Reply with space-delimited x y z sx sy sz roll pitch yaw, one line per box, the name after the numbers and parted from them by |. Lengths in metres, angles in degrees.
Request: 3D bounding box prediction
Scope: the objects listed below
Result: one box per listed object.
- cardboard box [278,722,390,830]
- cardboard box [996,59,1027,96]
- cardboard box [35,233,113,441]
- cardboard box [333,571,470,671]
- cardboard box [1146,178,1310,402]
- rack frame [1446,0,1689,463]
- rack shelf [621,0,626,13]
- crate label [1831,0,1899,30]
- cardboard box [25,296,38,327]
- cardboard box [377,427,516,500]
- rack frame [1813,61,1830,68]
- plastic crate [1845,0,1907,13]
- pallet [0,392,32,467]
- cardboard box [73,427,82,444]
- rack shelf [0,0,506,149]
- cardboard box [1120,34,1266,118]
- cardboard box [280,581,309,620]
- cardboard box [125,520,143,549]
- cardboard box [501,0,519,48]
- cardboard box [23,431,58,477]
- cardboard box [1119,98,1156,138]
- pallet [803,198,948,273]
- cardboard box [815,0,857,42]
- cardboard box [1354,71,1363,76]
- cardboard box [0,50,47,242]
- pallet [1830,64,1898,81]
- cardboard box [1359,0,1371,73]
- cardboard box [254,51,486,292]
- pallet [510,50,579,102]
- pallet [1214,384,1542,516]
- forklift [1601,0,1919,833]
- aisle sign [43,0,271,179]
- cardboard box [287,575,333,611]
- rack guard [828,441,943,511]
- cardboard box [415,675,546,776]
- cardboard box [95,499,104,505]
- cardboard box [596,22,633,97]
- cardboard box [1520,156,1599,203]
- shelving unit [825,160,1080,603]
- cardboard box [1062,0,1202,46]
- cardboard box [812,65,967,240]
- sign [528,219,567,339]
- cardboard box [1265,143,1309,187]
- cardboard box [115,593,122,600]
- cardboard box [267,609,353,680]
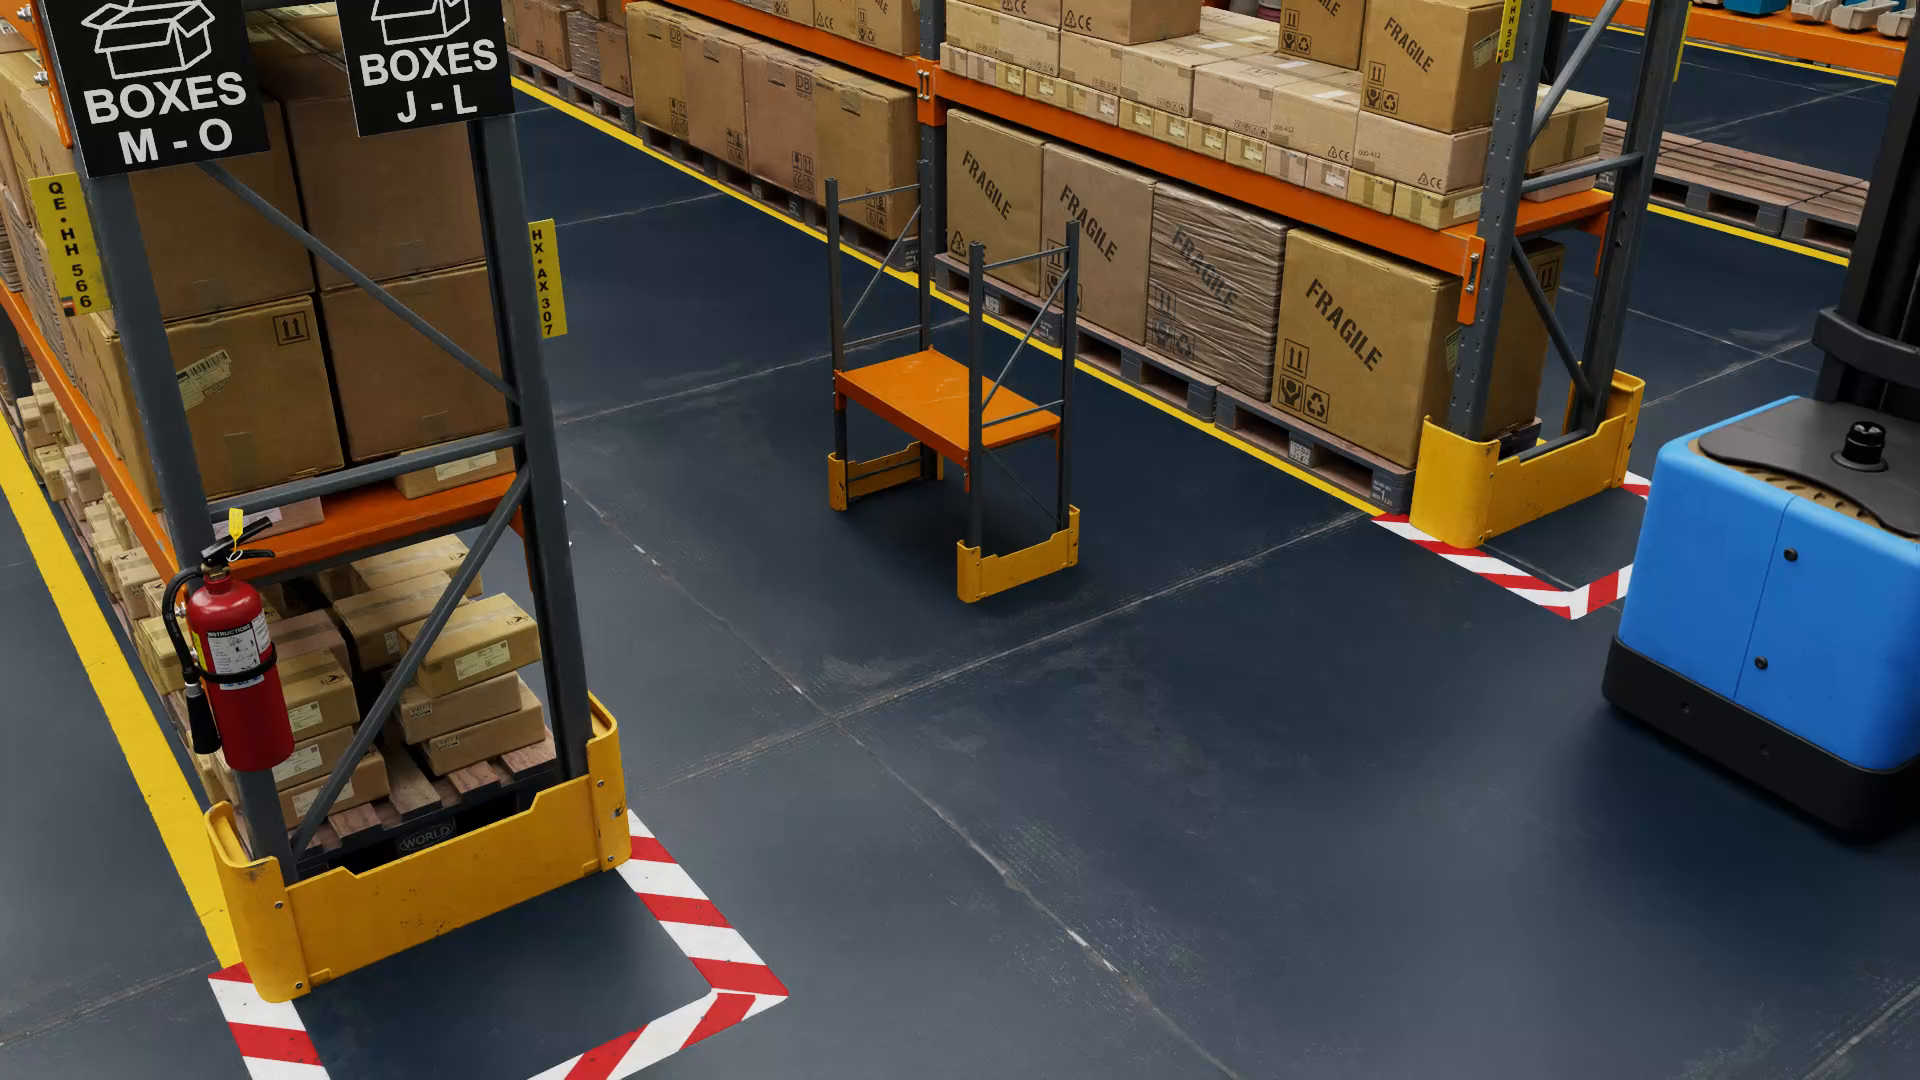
-2.042 0.752 5.270 0.380 0.149 0.250 -18 33 -30 | cardboard box
0.418 -2.537 9.041 0.380 0.149 0.250 -18 33 -29 | cardboard box
-2.332 -0.649 4.886 0.500 0.500 0.500 -19 34 -31 | cardboard box
-1.852 0.266 5.542 0.380 0.149 0.250 -18 33 -30 | cardboard box
1.567 -1.335 8.351 0.875 0.875 0.875 -19 34 -31 | cardboard box
2.532 -1.503 6.875 1.000 3.000 0.127 -19 34 -31 | rack frame
-3.269 -5.075 14.205 1.077 0.370 4.000 -19 34 -31 | rack shelf
5.608 -3.270 10.342 0.396 0.136 0.243 -19 34 -31 | crate label
-3.186 -0.915 6.055 0.380 0.149 0.250 -17 33 -29 | cardboard box
-1.488 -0.276 4.878 0.380 0.149 0.250 -19 34 -31 | cardboard box
8.283 -5.799 14.785 1.000 3.000 0.127 -19 34 -31 | rack frame
5.927 -3.526 10.713 0.416 0.233 0.300 -19 34 -31 | plastic crate
-4.340 -0.802 8.505 1.003 0.211 1.213 -19 34 -31 | pallet
-3.388 -0.423 6.810 0.380 0.149 0.250 -20 34 -32 | cardboard box
-2.727 -1.949 5.307 1.077 0.370 4.000 -19 34 -31 | rack shelf
1.140 -2.280 8.150 0.500 0.250 0.500 -19 34 -31 | cardboard box
-2.481 0.307 5.777 0.380 0.149 0.250 -19 34 -31 | cardboard box
-2.796 -0.018 6.064 0.380 0.149 0.250 -20 34 -32 | cardboard box
-3.829 -4.828 15.155 0.700 0.500 0.500 -19 34 -31 | cardboard box
-3.938 -0.426 7.438 0.380 0.149 0.250 -20 35 -33 | cardboard box
1.018 -2.135 8.302 0.380 0.149 0.250 -20 34 -32 | cardboard box
-0.298 -2.112 10.918 1.003 0.211 1.213 -19 34 -31 | pallet
-0.564 -3.403 10.268 0.500 0.500 0.500 -18 33 -29 | cardboard box
2.166 -2.030 7.690 0.500 0.250 0.500 -19 34 -31 | cardboard box
-2.329 -1.090 4.649 0.500 0.500 0.500 -20 34 -32 | cardboard box
8.681 -4.307 14.959 1.003 0.211 1.213 -19 34 -31 | pallet
2.183 -2.354 7.500 0.500 0.500 0.500 -20 34 -32 | cardboard box
-1.611 -1.032 4.543 0.500 0.500 0.500 -19 34 -31 | cardboard box
-3.264 -4.166 14.700 1.003 0.211 1.213 -19 34 -31 | pallet
2.004 -0.567 8.073 1.003 0.211 1.213 -19 34 -31 | pallet
3.852 -0.868 5.777 3.031 2.935 1.130 -18 33 -29 | forklift
-1.769 -1.201 3.594 0.394 0.787 0.004 -19 34 -31 | aisle sign
-2.281 0.094 6.170 0.380 0.149 0.250 -21 35 -33 | cardboard box
-0.333 -0.333 7.601 0.587 0.250 0.087 -19 34 -31 | rack guard
-1.610 0.606 5.538 0.380 0.149 0.250 -18 33 -30 | cardboard box
-3.253 -0.180 6.674 0.380 0.149 0.250 -17 33 -28 | cardboard box
-2.514 -3.963 13.563 0.700 0.500 0.500 -21 35 -33 | cardboard box
2.595 -1.622 7.358 0.380 0.149 0.250 -18 33 -30 | cardboard box
-0.044 -0.689 6.947 0.587 1.500 1.083 -19 34 -31 | shelving unit
0.866 -2.801 8.325 0.500 0.500 0.500 -20 34 -32 | cardboard box
-0.176 -2.553 10.593 1.225 0.875 0.875 -19 34 -30 | cardboard box
-1.125 -0.700 4.489 0.100 0.325 0.005 -19 34 -31 | sign
1.615 -1.737 7.568 0.380 0.149 0.250 -18 33 -30 | cardboard box
-3.152 0.067 6.530 0.380 0.149 0.250 -20 34 -32 | cardboard box
-2.180 0.388 5.316 0.380 0.149 0.250 -18 33 -30 | cardboard box
